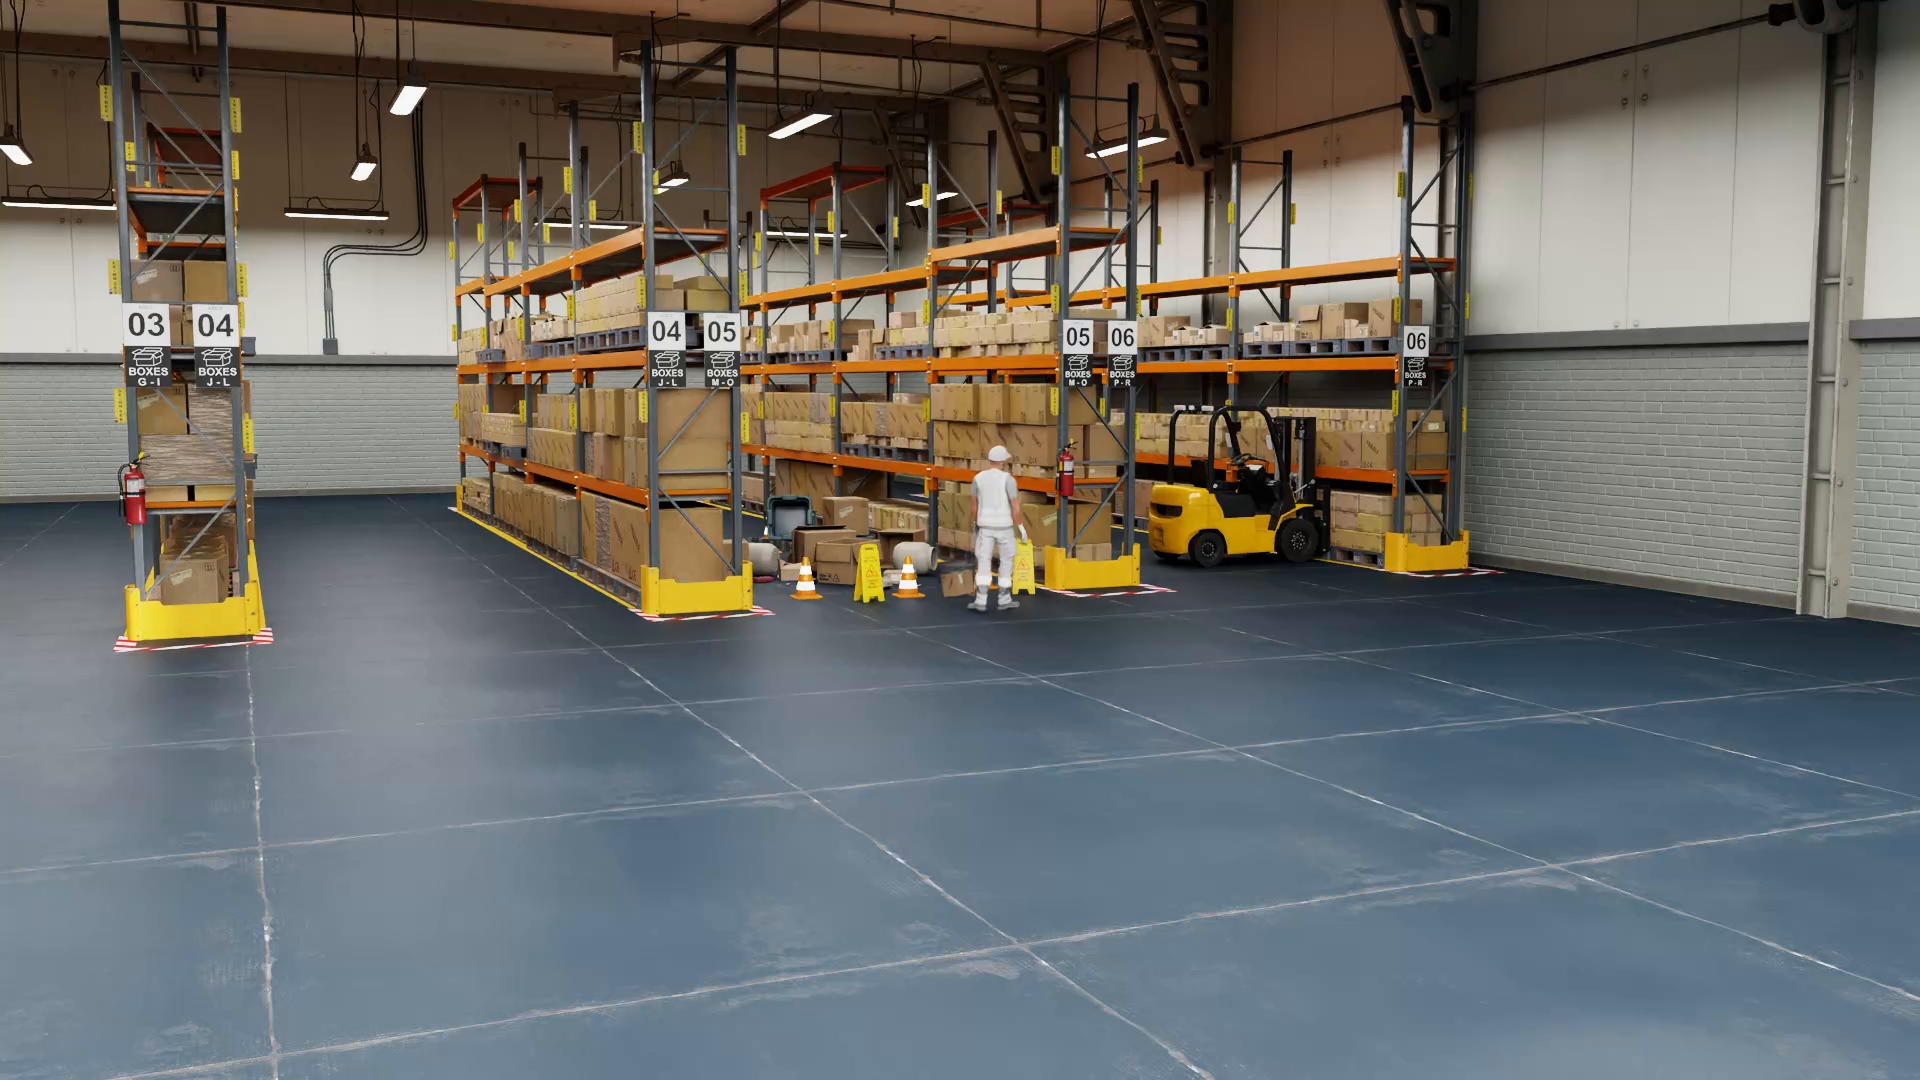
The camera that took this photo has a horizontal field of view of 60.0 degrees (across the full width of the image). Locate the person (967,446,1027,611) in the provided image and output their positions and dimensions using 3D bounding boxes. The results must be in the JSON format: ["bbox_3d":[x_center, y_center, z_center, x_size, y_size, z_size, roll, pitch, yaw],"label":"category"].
[{"bbox_3d":[0.414,-0.125,17.931,0.647,1.784,0.643,2,6,20],"label":"person"}]
